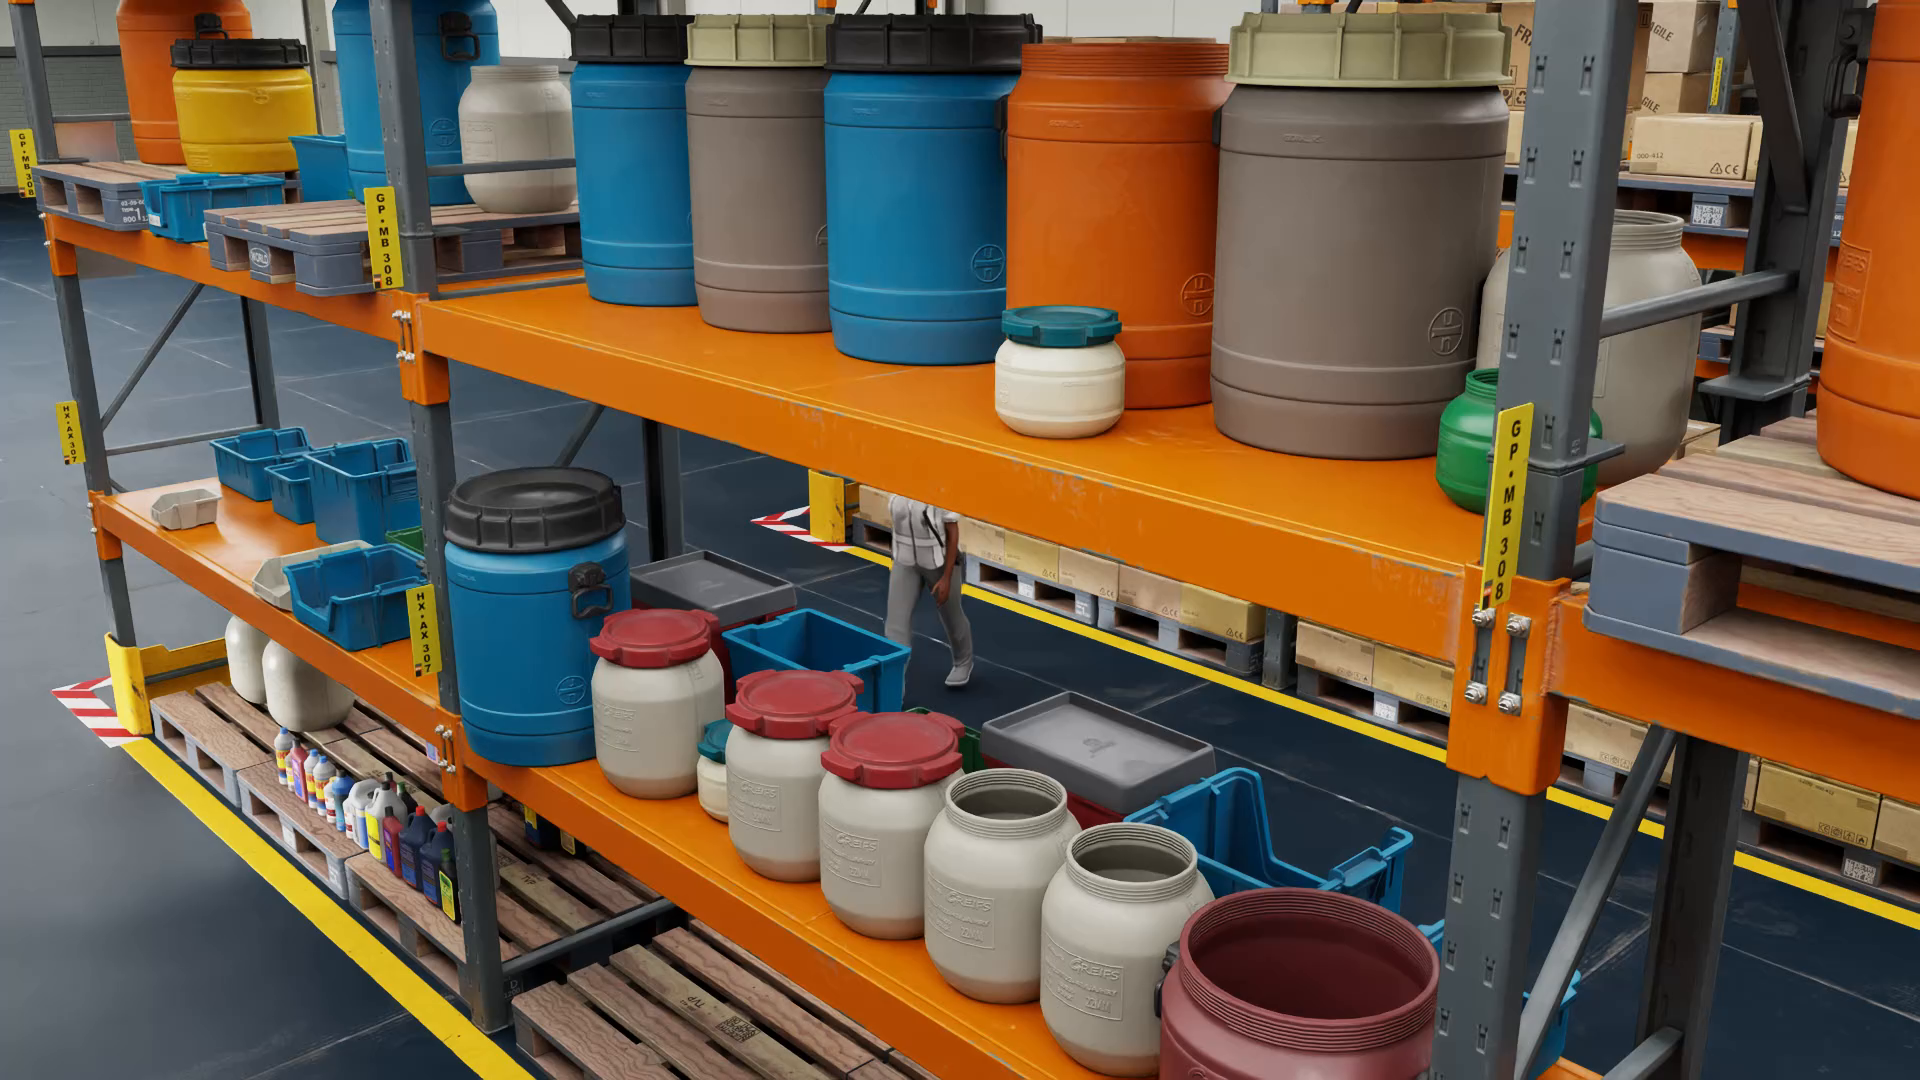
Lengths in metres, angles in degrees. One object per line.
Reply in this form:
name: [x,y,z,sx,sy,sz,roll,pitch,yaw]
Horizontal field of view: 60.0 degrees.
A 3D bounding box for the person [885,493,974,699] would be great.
person: [-0.202,0.130,9.105,0.457,1.605,0.951,8,19,24]
